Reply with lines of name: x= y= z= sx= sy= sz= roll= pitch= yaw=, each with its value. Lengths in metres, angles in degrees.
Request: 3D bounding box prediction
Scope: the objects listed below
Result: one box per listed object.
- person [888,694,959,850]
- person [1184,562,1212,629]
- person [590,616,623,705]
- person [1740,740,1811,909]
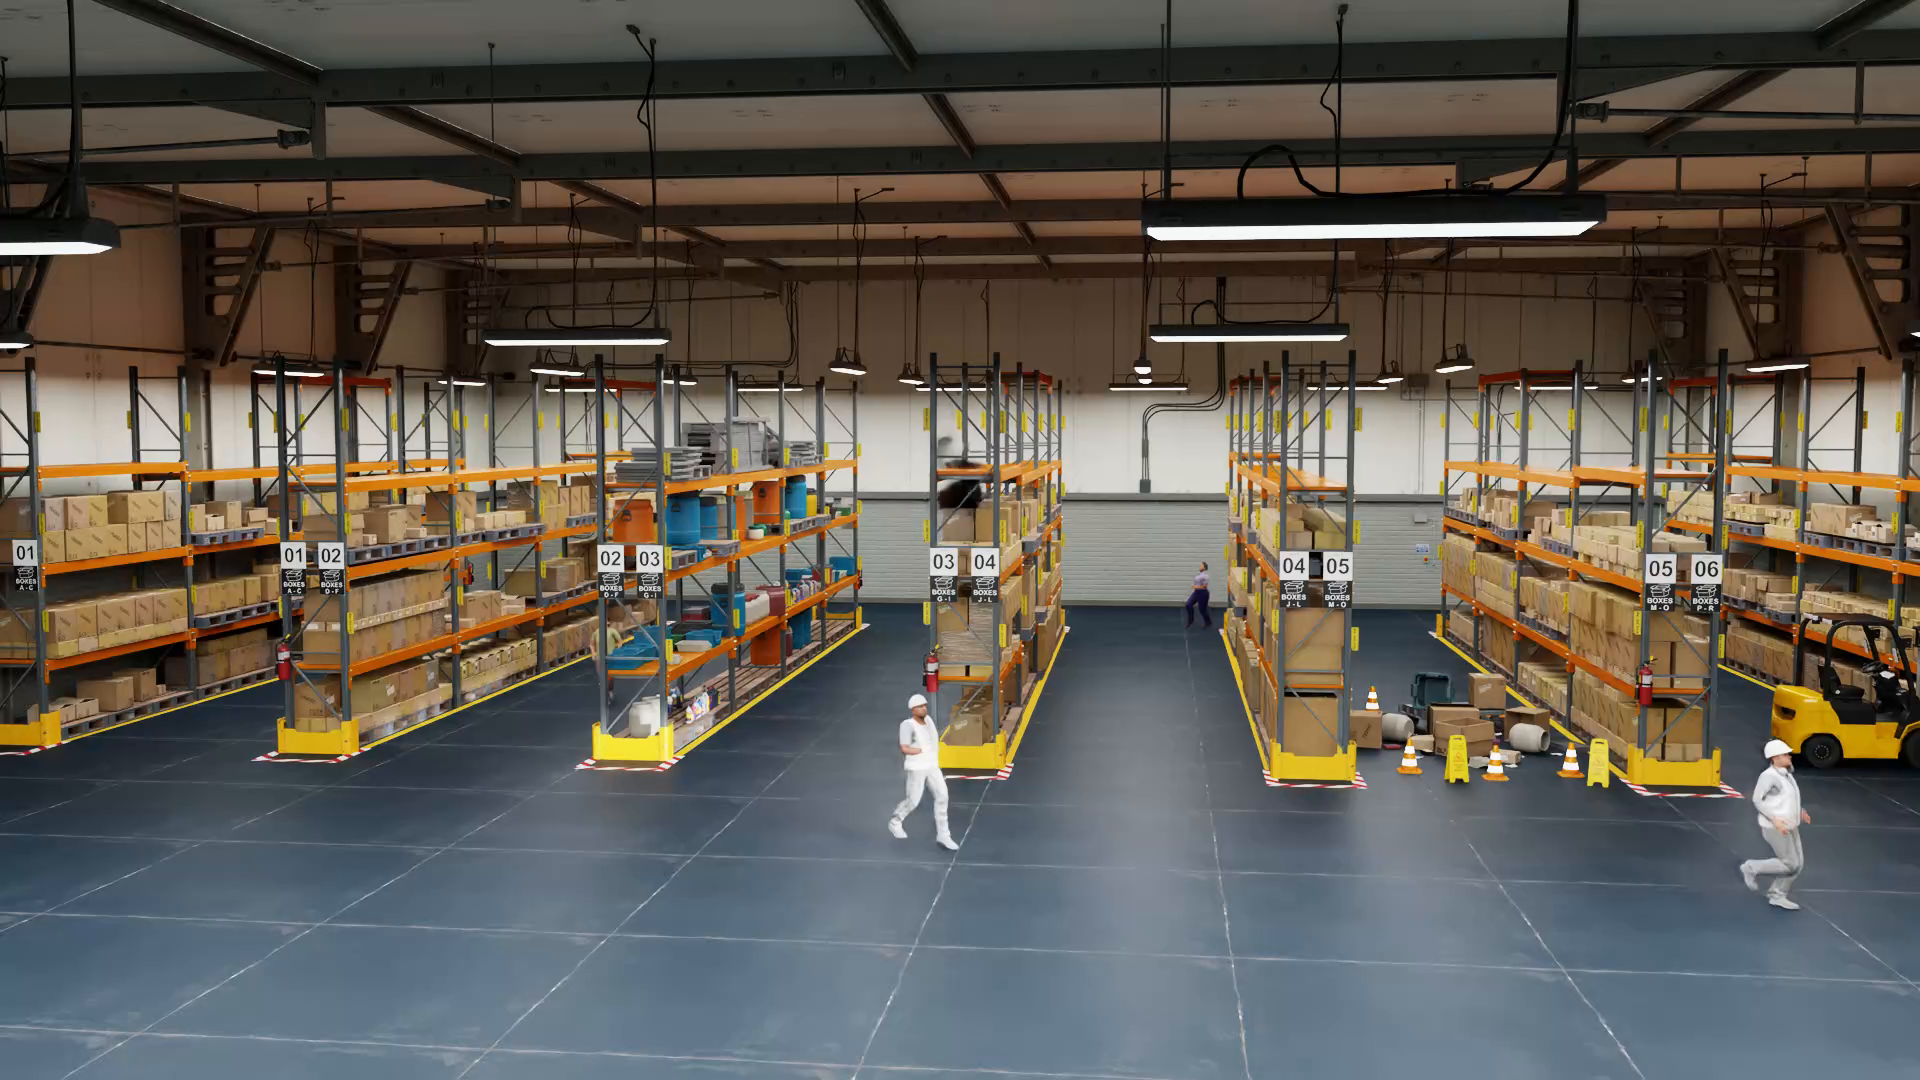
person: x=-0.428 y=2.724 z=19.680 sx=0.935 sy=1.799 sz=0.690 roll=4 pitch=5 yaw=42
person: x=5.837 y=1.351 z=40.231 sx=0.677 sy=1.628 sz=0.587 roll=-1 pitch=4 yaw=-20
person: x=-6.247 y=2.122 z=29.322 sx=0.580 sy=1.636 sz=0.547 roll=0 pitch=4 yaw=4
person: x=8.433 y=2.930 z=17.195 sx=0.669 sy=1.730 sz=0.586 roll=-4 pitch=6 yaw=-43
